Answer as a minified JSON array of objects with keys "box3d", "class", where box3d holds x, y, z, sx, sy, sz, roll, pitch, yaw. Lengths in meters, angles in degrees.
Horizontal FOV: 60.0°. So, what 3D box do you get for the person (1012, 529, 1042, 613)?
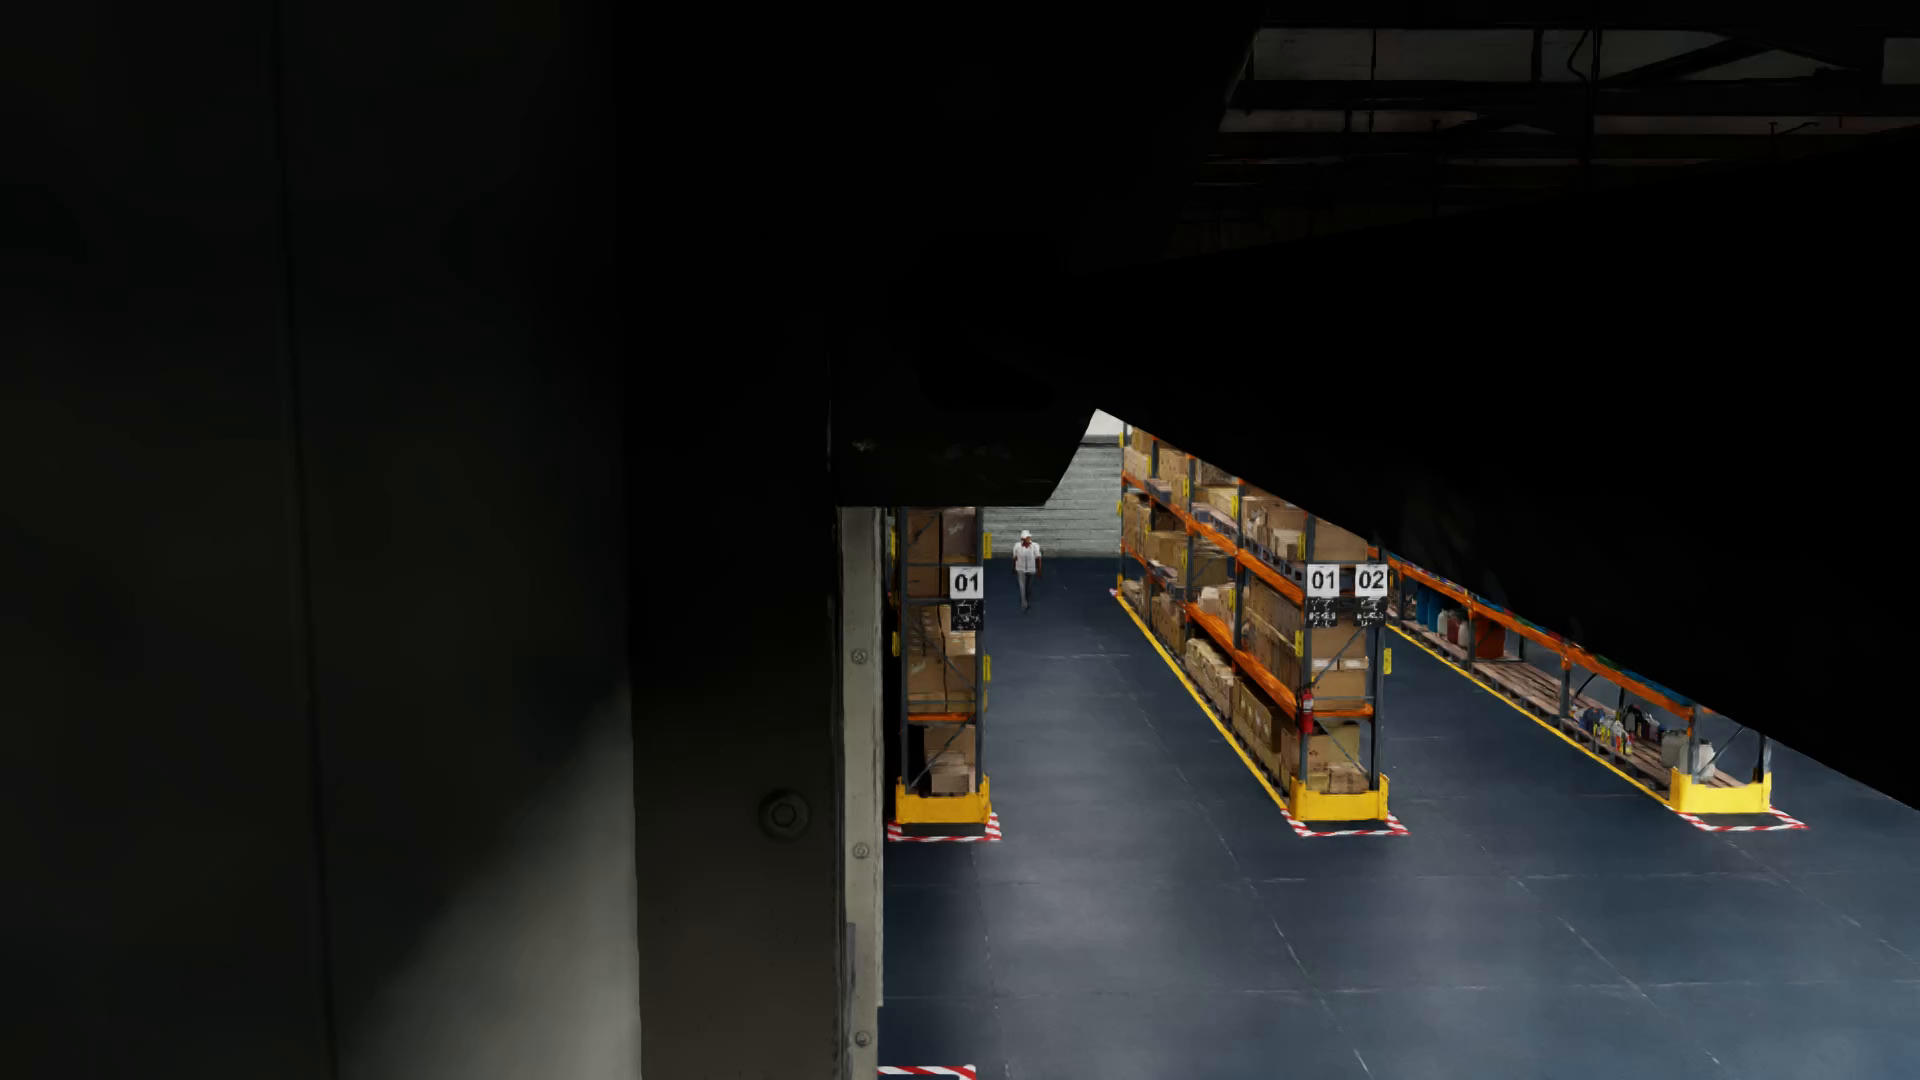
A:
[{"box3d":[1.396,0.615,34.628,0.591,1.699,1.042,0,8,-3],"class":"person"}]
